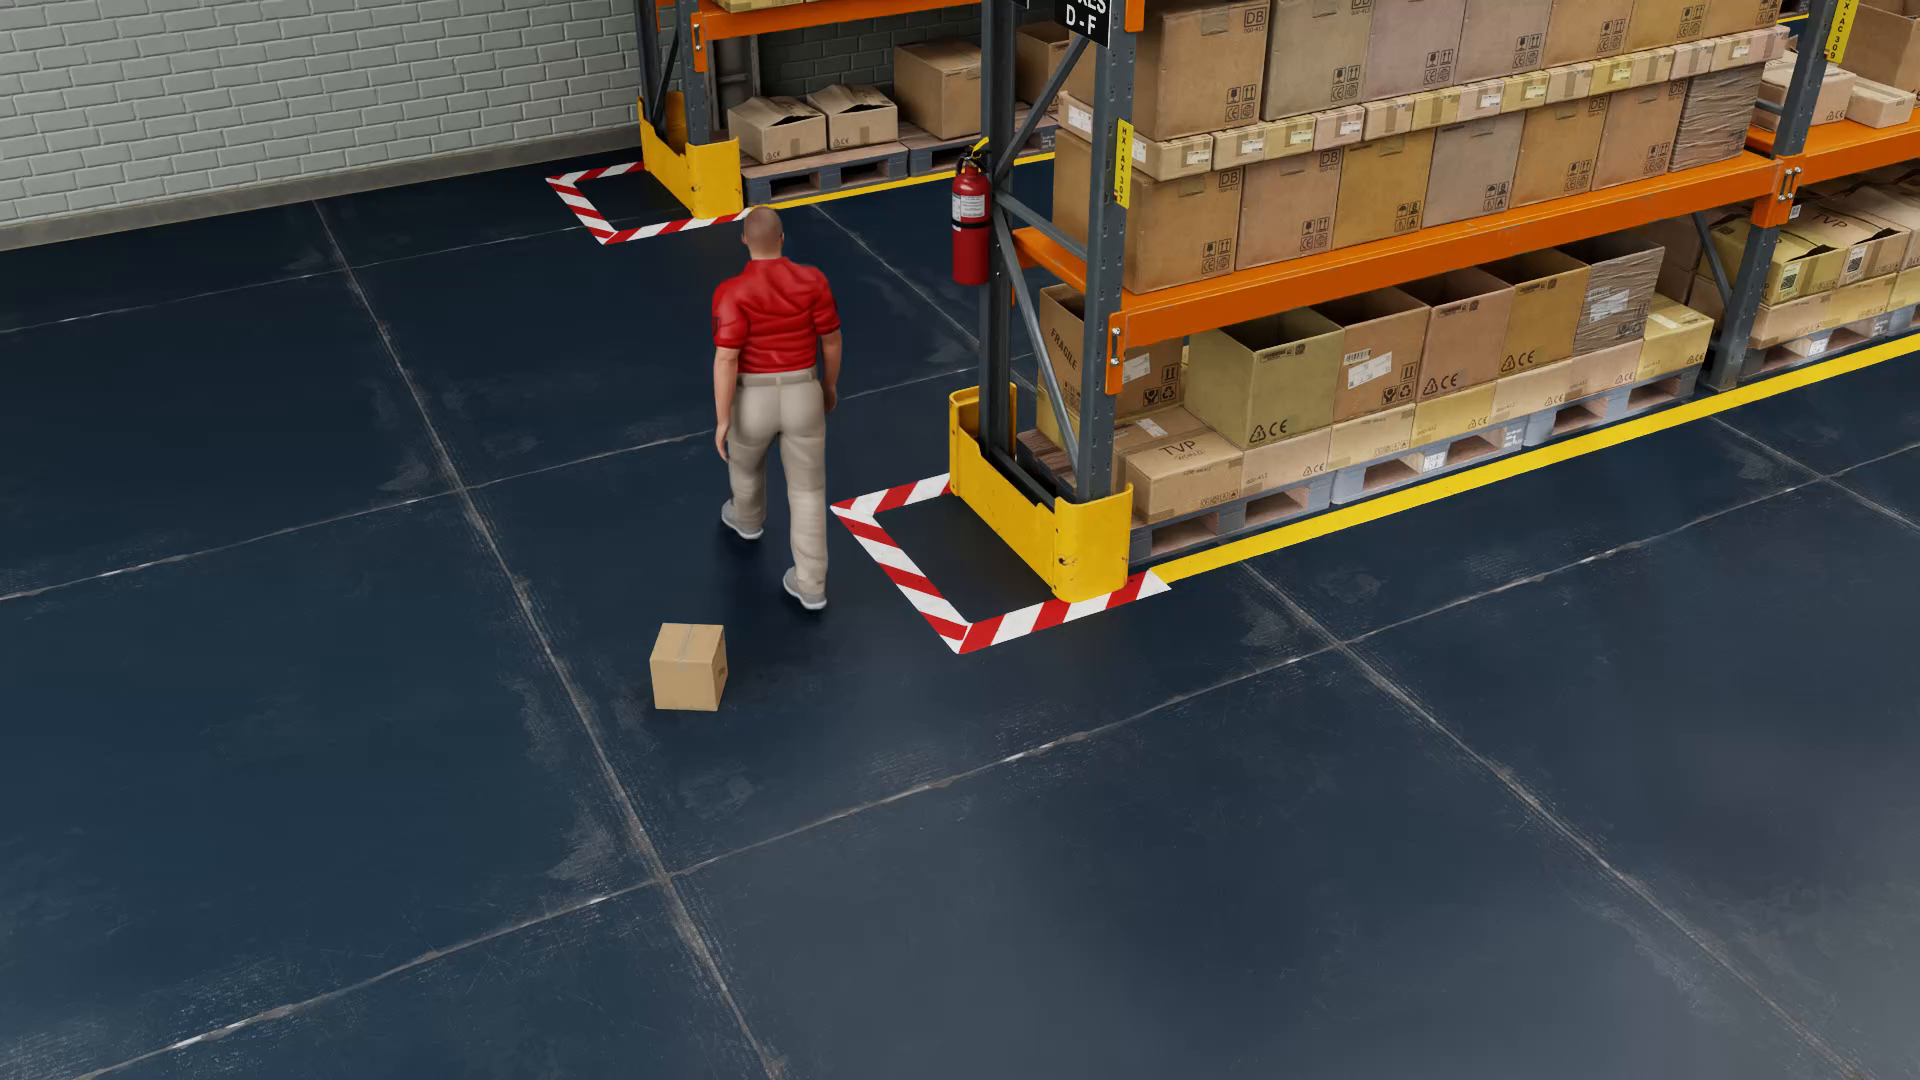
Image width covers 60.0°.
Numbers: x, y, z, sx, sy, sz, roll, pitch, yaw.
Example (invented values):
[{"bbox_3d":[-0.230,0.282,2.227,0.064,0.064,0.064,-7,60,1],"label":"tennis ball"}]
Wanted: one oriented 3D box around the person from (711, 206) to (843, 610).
[{"bbox_3d":[-0.782,-0.620,7.104,0.586,1.668,0.965,-7,34,-11],"label":"person"}]
